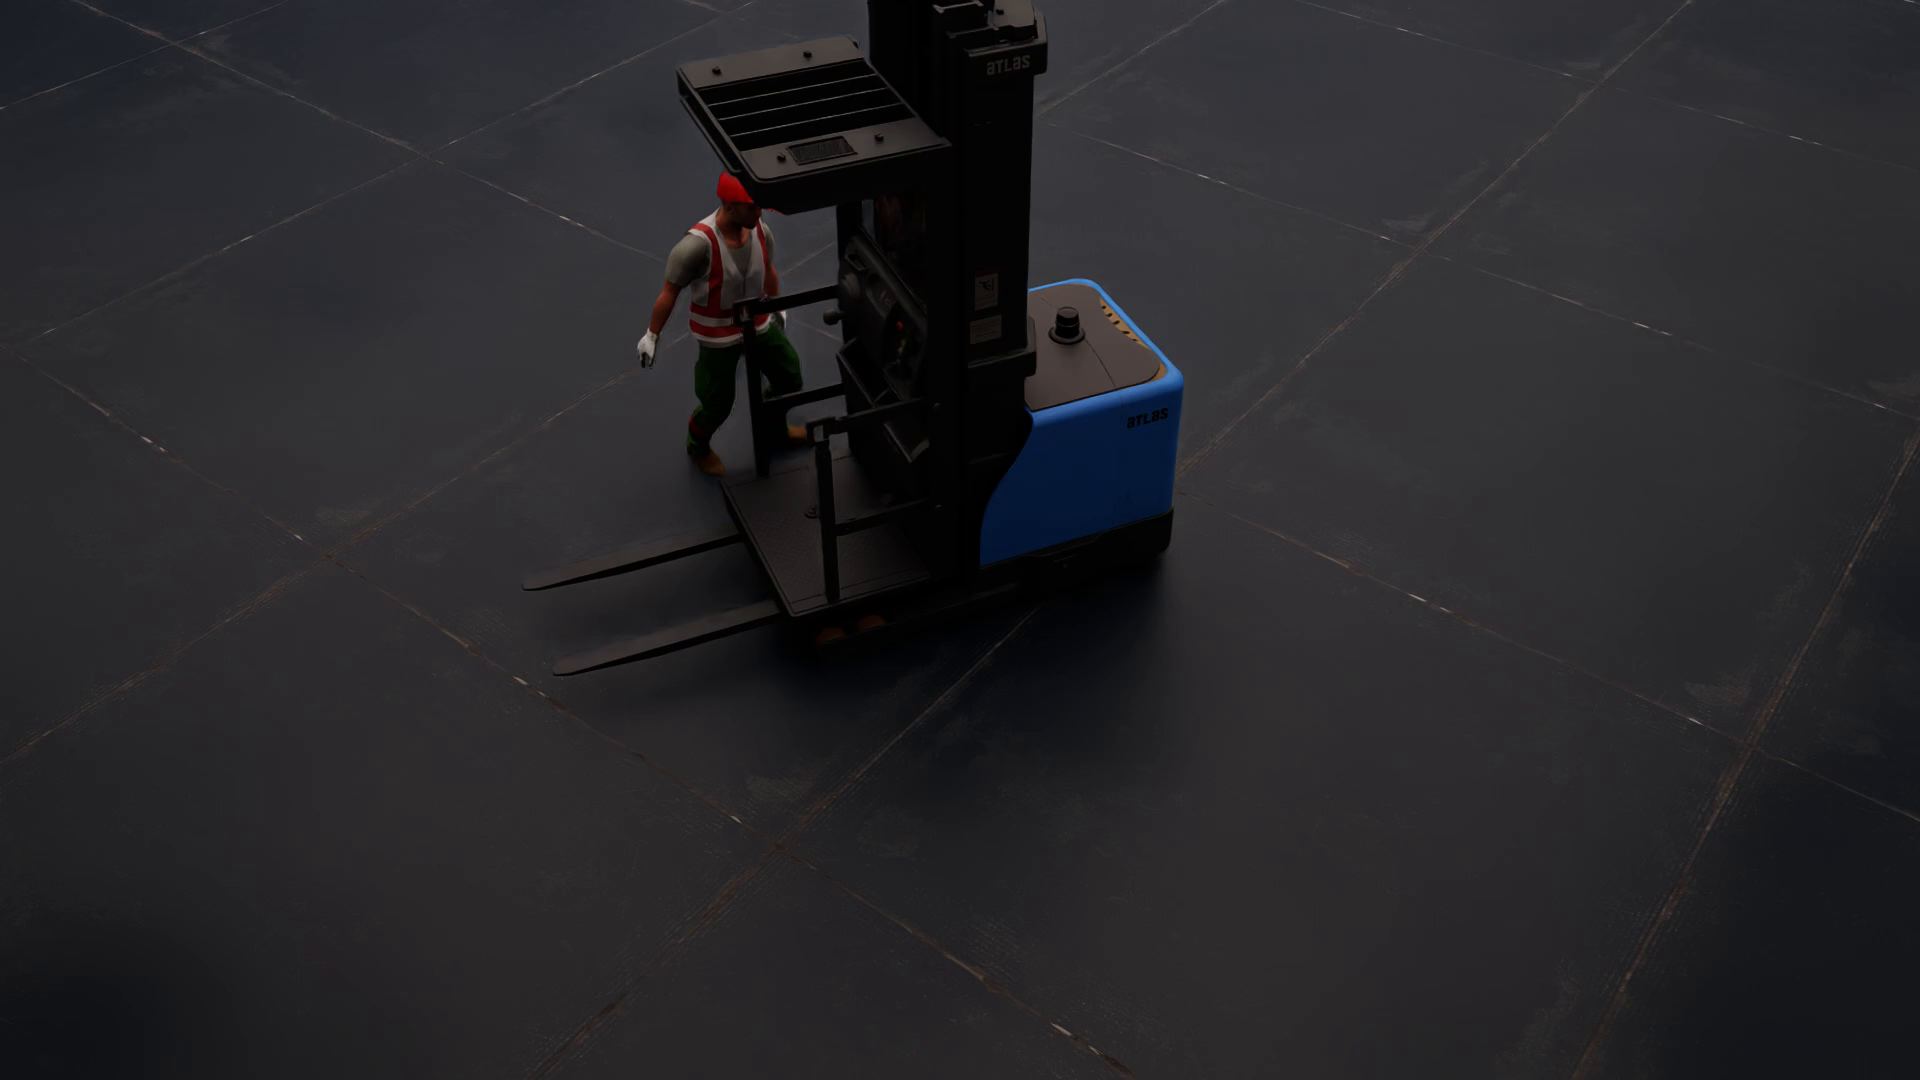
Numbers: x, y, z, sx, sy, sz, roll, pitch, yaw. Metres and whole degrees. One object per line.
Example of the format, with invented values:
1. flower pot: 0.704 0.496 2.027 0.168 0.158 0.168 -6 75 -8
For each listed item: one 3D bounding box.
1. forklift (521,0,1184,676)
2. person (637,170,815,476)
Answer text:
1. forklift: -0.527 -0.943 7.180 3.031 2.935 1.130 -16 43 -18
2. person: -1.181 -1.050 8.269 0.891 1.740 0.502 -28 48 -28
